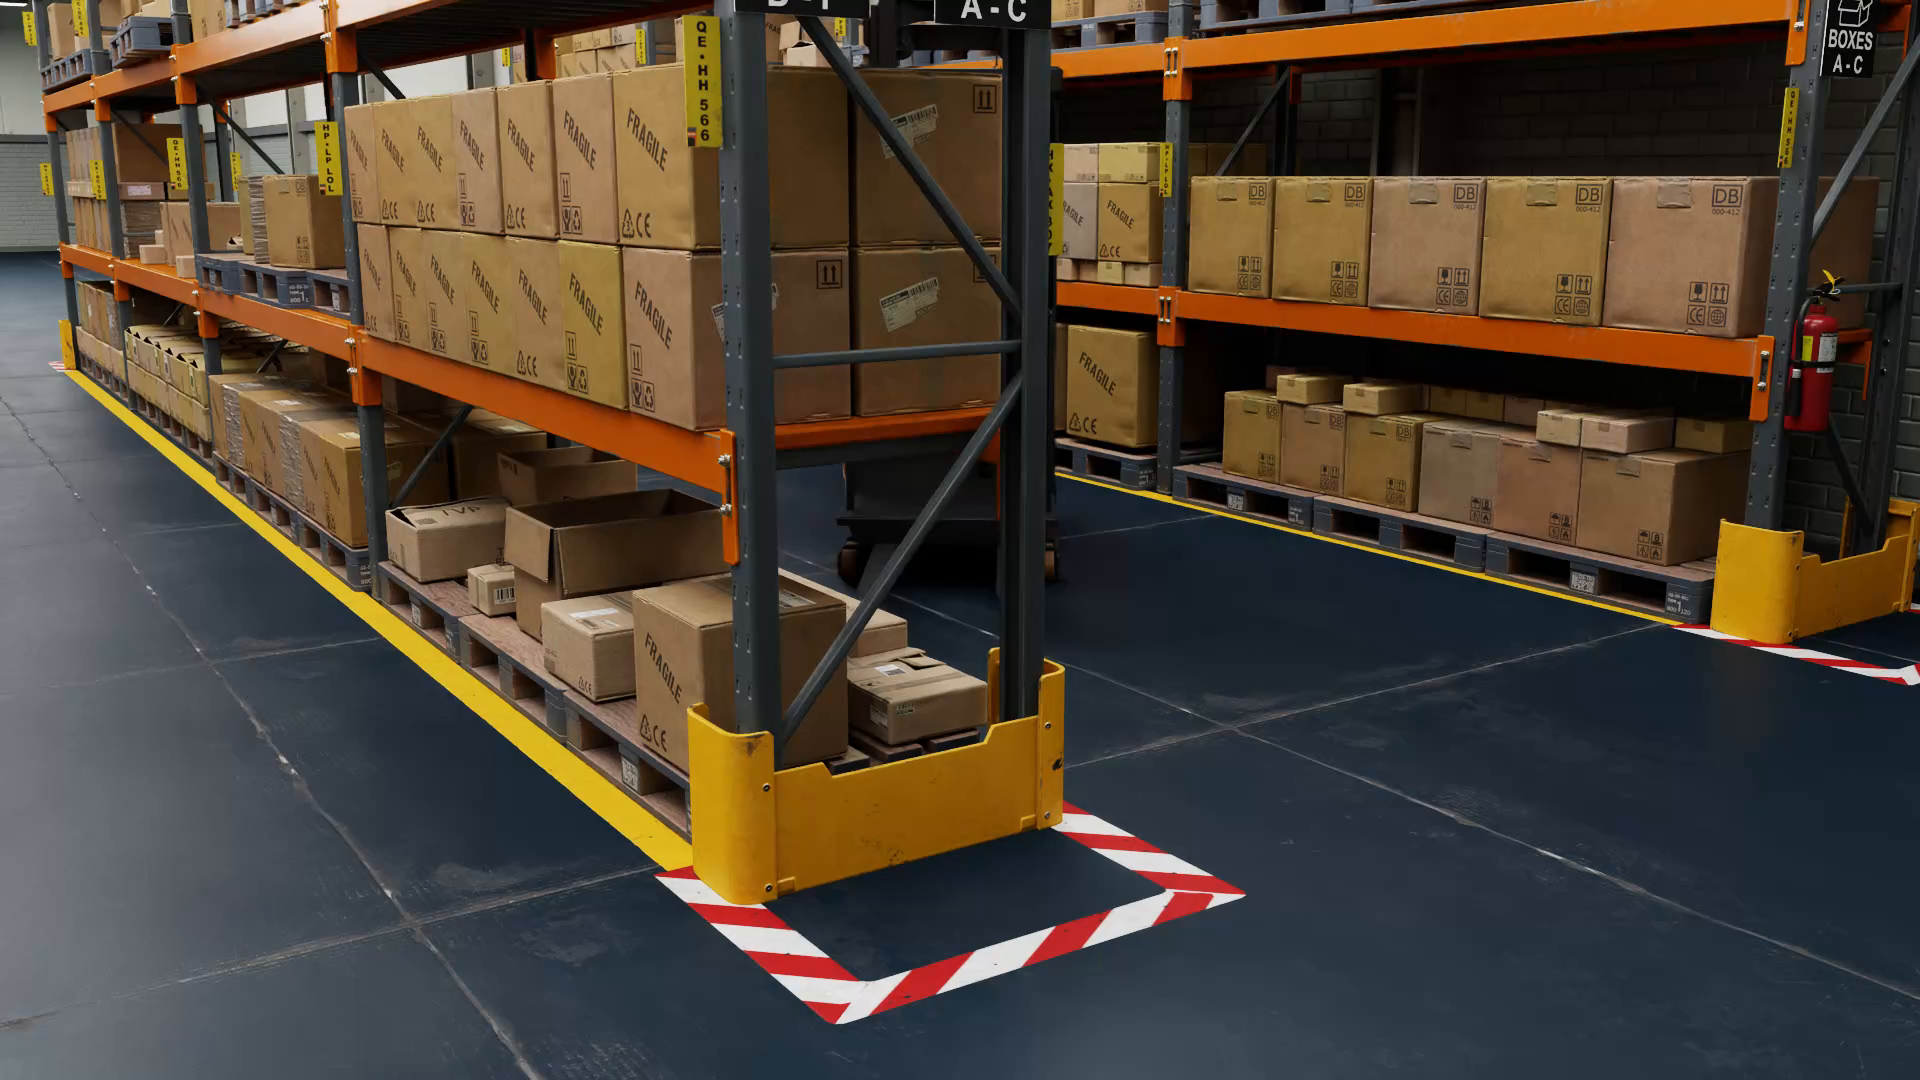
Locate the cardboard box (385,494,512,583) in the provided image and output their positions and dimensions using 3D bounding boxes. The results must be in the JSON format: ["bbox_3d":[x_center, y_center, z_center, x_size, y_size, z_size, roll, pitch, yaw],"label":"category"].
[{"bbox_3d":[-2.351,-0.032,7.752,0.500,0.311,0.500,-8,15,-33],"label":"cardboard box"}]

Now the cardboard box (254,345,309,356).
[{"bbox_3d":[-4.964,-1.299,12.420,0.500,0.311,0.500,-9,15,-34],"label":"cardboard box"}]

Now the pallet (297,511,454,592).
[{"bbox_3d":[-2.886,-0.009,8.909,1.003,0.211,1.213,-8,15,-33],"label":"pallet"}]

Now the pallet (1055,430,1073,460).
[{"bbox_3d":[0.548,-0.801,12.532,1.003,0.211,1.213,-8,15,-33],"label":"pallet"}]

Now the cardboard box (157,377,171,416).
[{"bbox_3d":[-5.966,-1.141,13.013,0.500,0.250,0.500,-8,15,-32],"label":"cardboard box"}]

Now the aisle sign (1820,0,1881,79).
[{"bbox_3d":[3.724,-2.328,6.903,0.394,0.787,0.004,-8,15,-33],"label":"aisle sign"}]

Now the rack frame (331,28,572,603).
[{"bbox_3d":[-2.404,-1.231,7.970,1.000,3.000,0.127,-8,15,-33],"label":"rack frame"}]

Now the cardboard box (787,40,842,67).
[{"bbox_3d":[-1.122,-4.057,14.034,0.500,0.311,0.500,-8,15,-33],"label":"cardboard box"}]

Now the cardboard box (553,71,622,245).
[{"bbox_3d":[-0.944,-1.193,5.223,0.500,0.500,0.500,-8,14,-31],"label":"cardboard box"}]

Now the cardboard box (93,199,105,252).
[{"bbox_3d":[-7.944,-3.055,16.075,0.700,0.500,0.500,-8,14,-31],"label":"cardboard box"}]

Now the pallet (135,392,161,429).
[{"bbox_3d":[-6.395,-1.165,14.196,1.003,0.211,1.213,-8,15,-33],"label":"pallet"}]

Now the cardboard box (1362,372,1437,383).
[{"bbox_3d":[2.572,-0.883,9.728,0.380,0.149,0.250,-9,15,-35],"label":"cardboard box"}]

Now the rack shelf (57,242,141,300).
[{"bbox_3d":[-7.944,-2.658,16.180,1.077,0.370,4.000,-8,15,-33],"label":"rack shelf"}]

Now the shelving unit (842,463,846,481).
[{"bbox_3d":[-0.641,-0.671,10.678,0.258,0.189,1.200,-2,41,-9],"label":"shelving unit"}]

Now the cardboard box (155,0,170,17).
[{"bbox_3d":[-5.531,-3.808,12.101,0.500,0.250,0.500,-8,15,-34],"label":"cardboard box"}]

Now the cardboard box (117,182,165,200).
[{"bbox_3d":[-7.165,-3.043,14.502,0.380,0.149,0.250,-8,15,-33],"label":"cardboard box"}]

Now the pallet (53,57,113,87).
[{"bbox_3d":[-8.002,-4.441,15.836,1.003,0.211,1.213,-8,15,-33],"label":"pallet"}]

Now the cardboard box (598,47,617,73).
[{"bbox_3d":[-3.469,-4.917,17.523,0.500,0.500,0.500,-10,16,-37],"label":"cardboard box"}]

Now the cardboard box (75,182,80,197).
[{"bbox_3d":[-8.591,-3.499,16.591,0.380,0.149,0.250,-8,15,-34],"label":"cardboard box"}]

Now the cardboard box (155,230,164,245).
[{"bbox_3d":[-6.527,-2.498,14.116,0.500,0.250,0.500,-7,14,-29],"label":"cardboard box"}]

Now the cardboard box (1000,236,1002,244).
[{"bbox_3d":[0.409,-2.343,12.075,0.500,0.500,0.500,-8,14,-31],"label":"cardboard box"}]

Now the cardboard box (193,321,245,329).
[{"bbox_3d":[-6.373,-1.752,14.491,0.500,0.311,0.500,-8,15,-33],"label":"cardboard box"}]

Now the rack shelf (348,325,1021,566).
[{"bbox_3d":[-1.296,-0.524,6.421,1.077,0.370,4.000,-8,15,-33],"label":"rack shelf"}]

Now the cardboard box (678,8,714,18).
[{"bbox_3d":[-2.748,-5.374,17.274,0.500,0.500,0.500,-8,15,-32],"label":"cardboard box"}]

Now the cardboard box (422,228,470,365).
[{"bbox_3d":[-1.787,-0.977,6.575,0.500,0.500,0.500,-8,15,-33],"label":"cardboard box"}]

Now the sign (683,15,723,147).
[{"bbox_3d":[-0.661,-1.178,4.276,0.100,0.325,0.005,-8,15,-33],"label":"sign"}]

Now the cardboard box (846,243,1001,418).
[{"bbox_3d":[-0.214,-0.679,5.210,0.500,0.500,0.500,-8,15,-32],"label":"cardboard box"}]

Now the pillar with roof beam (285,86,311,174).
[{"bbox_3d":[-17.379,-9.553,31.980,9.100,9.000,0.400,-8,15,-33],"label":"pillar with roof beam"}]

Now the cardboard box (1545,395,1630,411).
[{"bbox_3d":[3.279,-0.656,8.692,0.380,0.149,0.250,-8,15,-32],"label":"cardboard box"}]

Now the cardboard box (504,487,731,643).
[{"bbox_3d":[-1.358,0.107,6.665,0.797,0.503,0.637,-8,15,-33],"label":"cardboard box"}]

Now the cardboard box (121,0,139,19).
[{"bbox_3d":[-6.527,-4.503,13.524,0.500,0.500,0.500,-8,15,-32],"label":"cardboard box"}]

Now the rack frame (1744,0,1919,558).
[{"bbox_3d":[3.934,-1.107,7.402,1.000,3.000,0.127,-8,15,-33],"label":"rack frame"}]

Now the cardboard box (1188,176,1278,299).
[{"bbox_3d":[2.005,-1.866,10.173,0.980,0.700,0.700,-8,15,-32],"label":"cardboard box"}]

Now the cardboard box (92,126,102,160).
[{"bbox_3d":[-7.645,-3.594,15.503,0.700,0.500,0.500,-8,15,-33],"label":"cardboard box"}]

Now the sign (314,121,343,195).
[{"bbox_3d":[-2.864,-1.730,7.543,0.100,0.325,0.005,-8,15,-33],"label":"sign"}]

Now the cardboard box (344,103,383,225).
[{"bbox_3d":[-2.377,-1.651,7.317,0.500,0.500,0.500,-8,14,-31],"label":"cardboard box"}]

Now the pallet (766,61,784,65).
[{"bbox_3d":[-1.884,-4.308,15.459,1.213,0.211,1.003,-8,15,-33],"label":"pallet"}]

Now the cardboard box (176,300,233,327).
[{"bbox_3d":[-6.832,-2.002,15.192,0.500,0.500,0.500,-8,15,-33],"label":"cardboard box"}]

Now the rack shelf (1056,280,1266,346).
[{"bbox_3d":[0.610,-1.822,12.358,1.077,0.370,4.000,-8,15,-33],"label":"rack shelf"}]

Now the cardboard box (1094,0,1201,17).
[{"bbox_3d":[1.322,-3.717,11.052,0.700,0.500,0.500,-9,15,-36],"label":"cardboard box"}]

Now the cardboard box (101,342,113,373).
[{"bbox_3d":[-7.833,-1.750,15.795,0.500,0.250,0.500,-8,15,-33],"label":"cardboard box"}]

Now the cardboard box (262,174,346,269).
[{"bbox_3d":[-3.434,-1.792,9.318,0.500,0.500,0.700,11,16,41],"label":"cardboard box"}]

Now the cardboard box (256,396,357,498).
[{"bbox_3d":[-3.744,-0.547,9.664,0.500,0.500,0.500,-9,15,-35],"label":"cardboard box"}]

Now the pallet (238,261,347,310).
[{"bbox_3d":[-3.539,-1.503,9.665,1.003,0.211,1.213,-8,15,-33],"label":"pallet"}]

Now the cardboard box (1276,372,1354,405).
[{"bbox_3d":[2.085,-0.891,9.767,0.380,0.149,0.250,-8,14,-31],"label":"cardboard box"}]

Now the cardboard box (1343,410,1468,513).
[{"bbox_3d":[2.605,-0.476,9.384,0.700,0.500,0.500,-8,15,-31],"label":"cardboard box"}]

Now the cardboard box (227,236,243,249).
[{"bbox_3d":[-4.785,-1.969,11.552,0.500,0.311,0.500,-7,14,-29],"label":"cardboard box"}]

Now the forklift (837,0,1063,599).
[{"bbox_3d":[-0.049,-1.286,8.381,1.130,2.935,3.031,0,12,2],"label":"forklift"}]

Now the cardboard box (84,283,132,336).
[{"bbox_3d":[-8.374,-2.296,16.537,0.500,0.500,0.500,-8,15,-33],"label":"cardboard box"}]

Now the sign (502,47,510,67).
[{"bbox_3d":[-5.382,-5.780,19.706,0.100,0.325,0.005,-8,15,-33],"label":"sign"}]

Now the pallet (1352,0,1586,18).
[{"bbox_3d":[2.835,-2.877,8.681,1.003,0.211,1.213,-8,15,-33],"label":"pallet"}]

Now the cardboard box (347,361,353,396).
[{"bbox_3d":[-3.301,-0.973,9.857,0.500,0.250,0.500,-8,15,-34],"label":"cardboard box"}]

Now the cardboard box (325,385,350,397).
[{"bbox_3d":[-3.620,-0.706,10.389,0.500,0.500,0.500,-9,15,-35],"label":"cardboard box"}]

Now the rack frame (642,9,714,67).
[{"bbox_3d":[-2.714,-6.172,16.520,1.000,3.000,0.127,-8,15,-33],"label":"rack frame"}]

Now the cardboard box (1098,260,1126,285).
[{"bbox_3d":[1.136,-1.774,10.993,0.380,0.149,0.250,-8,15,-32],"label":"cardboard box"}]

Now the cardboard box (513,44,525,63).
[{"bbox_3d":[-4.919,-5.868,19.529,0.500,0.500,0.500,-9,15,-37],"label":"cardboard box"}]

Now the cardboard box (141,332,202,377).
[{"bbox_3d":[-6.254,-1.505,13.364,0.500,0.311,0.500,-9,15,-35],"label":"cardboard box"}]
